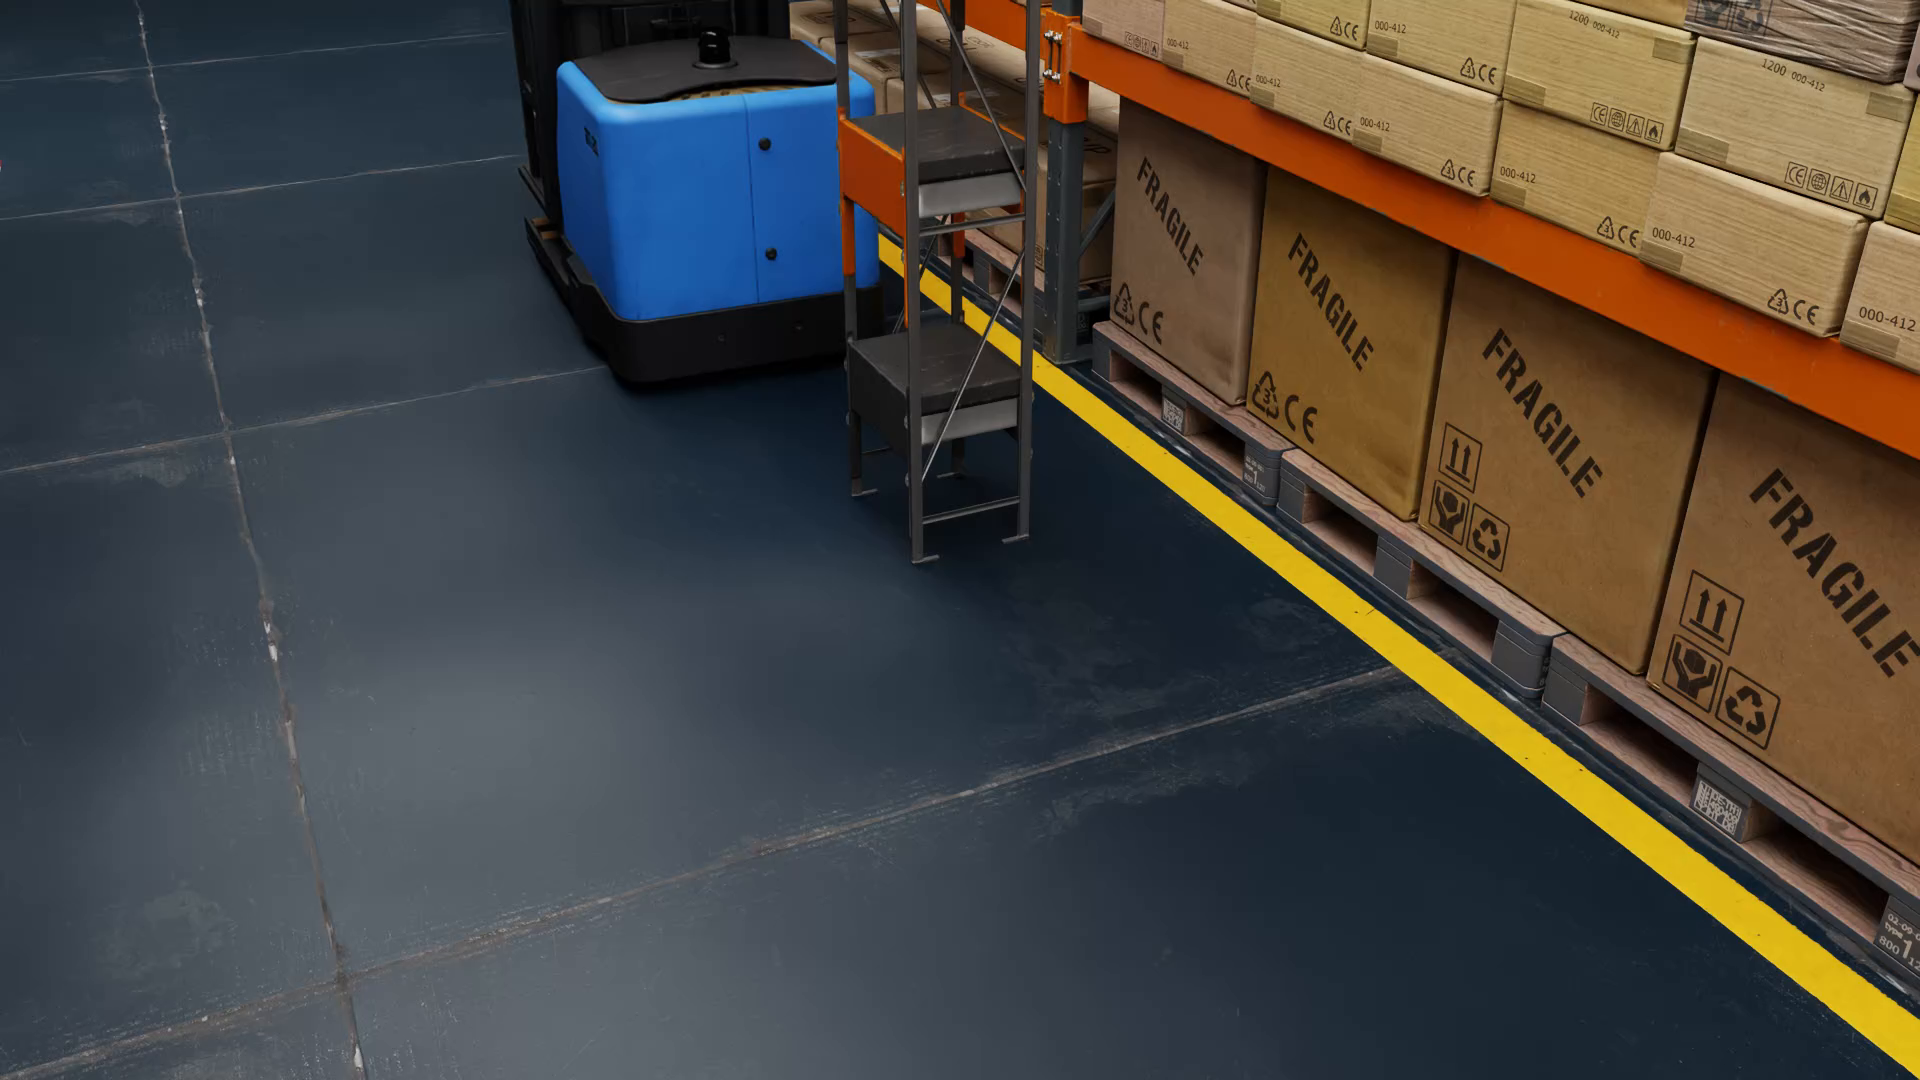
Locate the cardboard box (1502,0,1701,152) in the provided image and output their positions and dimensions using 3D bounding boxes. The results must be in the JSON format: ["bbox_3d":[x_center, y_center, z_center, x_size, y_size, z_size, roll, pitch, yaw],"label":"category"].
[{"bbox_3d":[1.617,-1.101,3.790,0.500,0.250,0.500,-14,32,-23],"label":"cardboard box"}]

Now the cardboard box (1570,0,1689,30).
[{"bbox_3d":[1.623,-1.440,3.626,0.500,0.500,0.500,-13,32,-22],"label":"cardboard box"}]

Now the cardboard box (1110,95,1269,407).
[{"bbox_3d":[1.137,-1.107,5.900,0.875,0.875,0.875,-12,31,-20],"label":"cardboard box"}]

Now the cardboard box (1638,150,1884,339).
[{"bbox_3d":[1.831,-0.667,3.525,0.500,0.250,0.500,-13,32,-21],"label":"cardboard box"}]

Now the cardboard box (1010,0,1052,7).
[{"bbox_3d":[0.369,-2.302,6.187,0.500,0.500,0.500,-13,32,-22],"label":"cardboard box"}]

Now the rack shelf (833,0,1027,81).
[{"bbox_3d":[-0.071,-1.588,4.531,0.431,0.518,0.480,-13,32,-22],"label":"rack shelf"}]

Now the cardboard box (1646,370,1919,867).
[{"bbox_3d":[2.295,0.080,3.783,0.875,0.875,0.875,-13,32,-22],"label":"cardboard box"}]

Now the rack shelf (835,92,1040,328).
[{"bbox_3d":[-0.071,-0.977,4.874,0.431,0.518,0.480,-13,32,-22],"label":"rack shelf"}]

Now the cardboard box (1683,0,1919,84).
[{"bbox_3d":[1.830,-1.219,3.232,0.500,0.500,0.500,-13,32,-21],"label":"cardboard box"}]

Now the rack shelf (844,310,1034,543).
[{"bbox_3d":[-0.071,-0.367,5.216,0.431,0.518,0.480,-13,32,-22],"label":"rack shelf"}]

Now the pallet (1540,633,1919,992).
[{"bbox_3d":[2.246,0.512,4.122,1.003,0.211,1.213,-13,32,-22],"label":"pallet"}]

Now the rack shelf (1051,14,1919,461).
[{"bbox_3d":[1.658,-0.910,4.542,1.077,0.370,4.000,-13,32,-22],"label":"rack shelf"}]

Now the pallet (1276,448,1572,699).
[{"bbox_3d":[1.726,-0.027,5.082,1.003,0.211,1.213,-13,32,-22],"label":"pallet"}]

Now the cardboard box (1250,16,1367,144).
[{"bbox_3d":[1.179,-1.334,4.716,0.500,0.250,0.500,-13,32,-22],"label":"cardboard box"}]

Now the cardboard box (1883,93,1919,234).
[{"bbox_3d":[2.079,-0.654,2.992,0.500,0.250,0.500,-13,32,-22],"label":"cardboard box"}]

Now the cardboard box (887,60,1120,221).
[{"bbox_3d":[0.242,-1.868,7.705,0.875,0.438,0.875,-14,32,-23],"label":"cardboard box"}]

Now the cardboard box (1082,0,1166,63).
[{"bbox_3d":[0.749,-1.792,5.533,0.500,0.250,0.500,-14,32,-23],"label":"cardboard box"}]

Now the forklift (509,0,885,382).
[{"bbox_3d":[-1.330,-2.563,6.824,1.130,2.935,3.031,-12,31,-20],"label":"forklift"}]

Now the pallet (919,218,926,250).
[{"bbox_3d":[0.016,-1.783,8.215,1.003,0.211,1.213,-13,32,-22],"label":"pallet"}]

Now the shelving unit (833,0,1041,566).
[{"bbox_3d":[-0.071,-0.989,4.867,0.431,2.100,0.503,-13,32,-22],"label":"shelving unit"}]

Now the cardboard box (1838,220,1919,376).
[{"bbox_3d":[2.065,-0.444,3.129,0.500,0.250,0.500,-14,32,-24],"label":"cardboard box"}]

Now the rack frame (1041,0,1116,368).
[{"bbox_3d":[0.799,-2.108,5.942,1.000,3.000,0.127,-13,32,-22],"label":"rack frame"}]

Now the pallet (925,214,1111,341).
[{"bbox_3d":[0.543,-1.244,7.252,1.003,0.211,1.213,-13,32,-22],"label":"pallet"}]

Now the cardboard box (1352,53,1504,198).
[{"bbox_3d":[1.385,-1.112,4.319,0.500,0.250,0.500,-14,32,-23],"label":"cardboard box"}]

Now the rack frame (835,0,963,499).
[{"bbox_3d":[-0.176,-1.097,5.059,0.400,2.100,0.015,-13,32,-22],"label":"rack frame"}]

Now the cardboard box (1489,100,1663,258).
[{"bbox_3d":[1.629,-0.892,3.928,0.500,0.250,0.500,-13,32,-22],"label":"cardboard box"}]

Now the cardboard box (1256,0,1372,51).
[{"bbox_3d":[1.175,-1.554,4.596,0.500,0.250,0.500,-13,32,-21],"label":"cardboard box"}]

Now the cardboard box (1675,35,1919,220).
[{"bbox_3d":[1.855,-0.880,3.394,0.500,0.250,0.500,-14,32,-23],"label":"cardboard box"}]

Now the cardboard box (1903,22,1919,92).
[{"bbox_3d":[2.058,-0.994,2.831,0.500,0.500,0.500,-14,32,-23],"label":"cardboard box"}]

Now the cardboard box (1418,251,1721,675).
[{"bbox_3d":[1.916,-0.315,4.487,0.875,0.875,0.875,-13,32,-21],"label":"cardboard box"}]

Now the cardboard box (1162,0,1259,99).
[{"bbox_3d":[0.973,-1.564,5.126,0.500,0.250,0.500,-14,32,-23],"label":"cardboard box"}]

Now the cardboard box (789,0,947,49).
[{"bbox_3d":[-0.545,-2.670,9.134,0.875,0.438,0.875,-14,32,-24],"label":"cardboard box"}]

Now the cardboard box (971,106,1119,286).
[{"bbox_3d":[0.626,-1.473,7.000,0.875,0.438,0.875,-14,32,-23],"label":"cardboard box"}]

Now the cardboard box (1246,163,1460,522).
[{"bbox_3d":[1.532,-0.710,5.192,0.875,0.875,0.875,-12,31,-21],"label":"cardboard box"}]

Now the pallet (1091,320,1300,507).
[{"bbox_3d":[1.198,-0.566,6.044,1.003,0.211,1.213,-13,32,-22],"label":"pallet"}]

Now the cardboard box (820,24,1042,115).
[{"bbox_3d":[-0.144,-2.267,8.416,0.875,0.438,0.875,-12,32,-21],"label":"cardboard box"}]

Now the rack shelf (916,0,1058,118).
[{"bbox_3d":[-0.060,-2.677,7.693,1.077,0.370,4.000,-13,32,-22],"label":"rack shelf"}]

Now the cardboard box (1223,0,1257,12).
[{"bbox_3d":[0.982,-1.782,5.004,0.500,0.250,0.500,-13,32,-21],"label":"cardboard box"}]

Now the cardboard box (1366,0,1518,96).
[{"bbox_3d":[1.394,-1.331,4.199,0.500,0.250,0.500,-14,32,-23],"label":"cardboard box"}]

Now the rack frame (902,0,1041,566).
[{"bbox_3d":[0.034,-0.881,4.675,0.400,2.100,0.015,-13,32,-22],"label":"rack frame"}]
